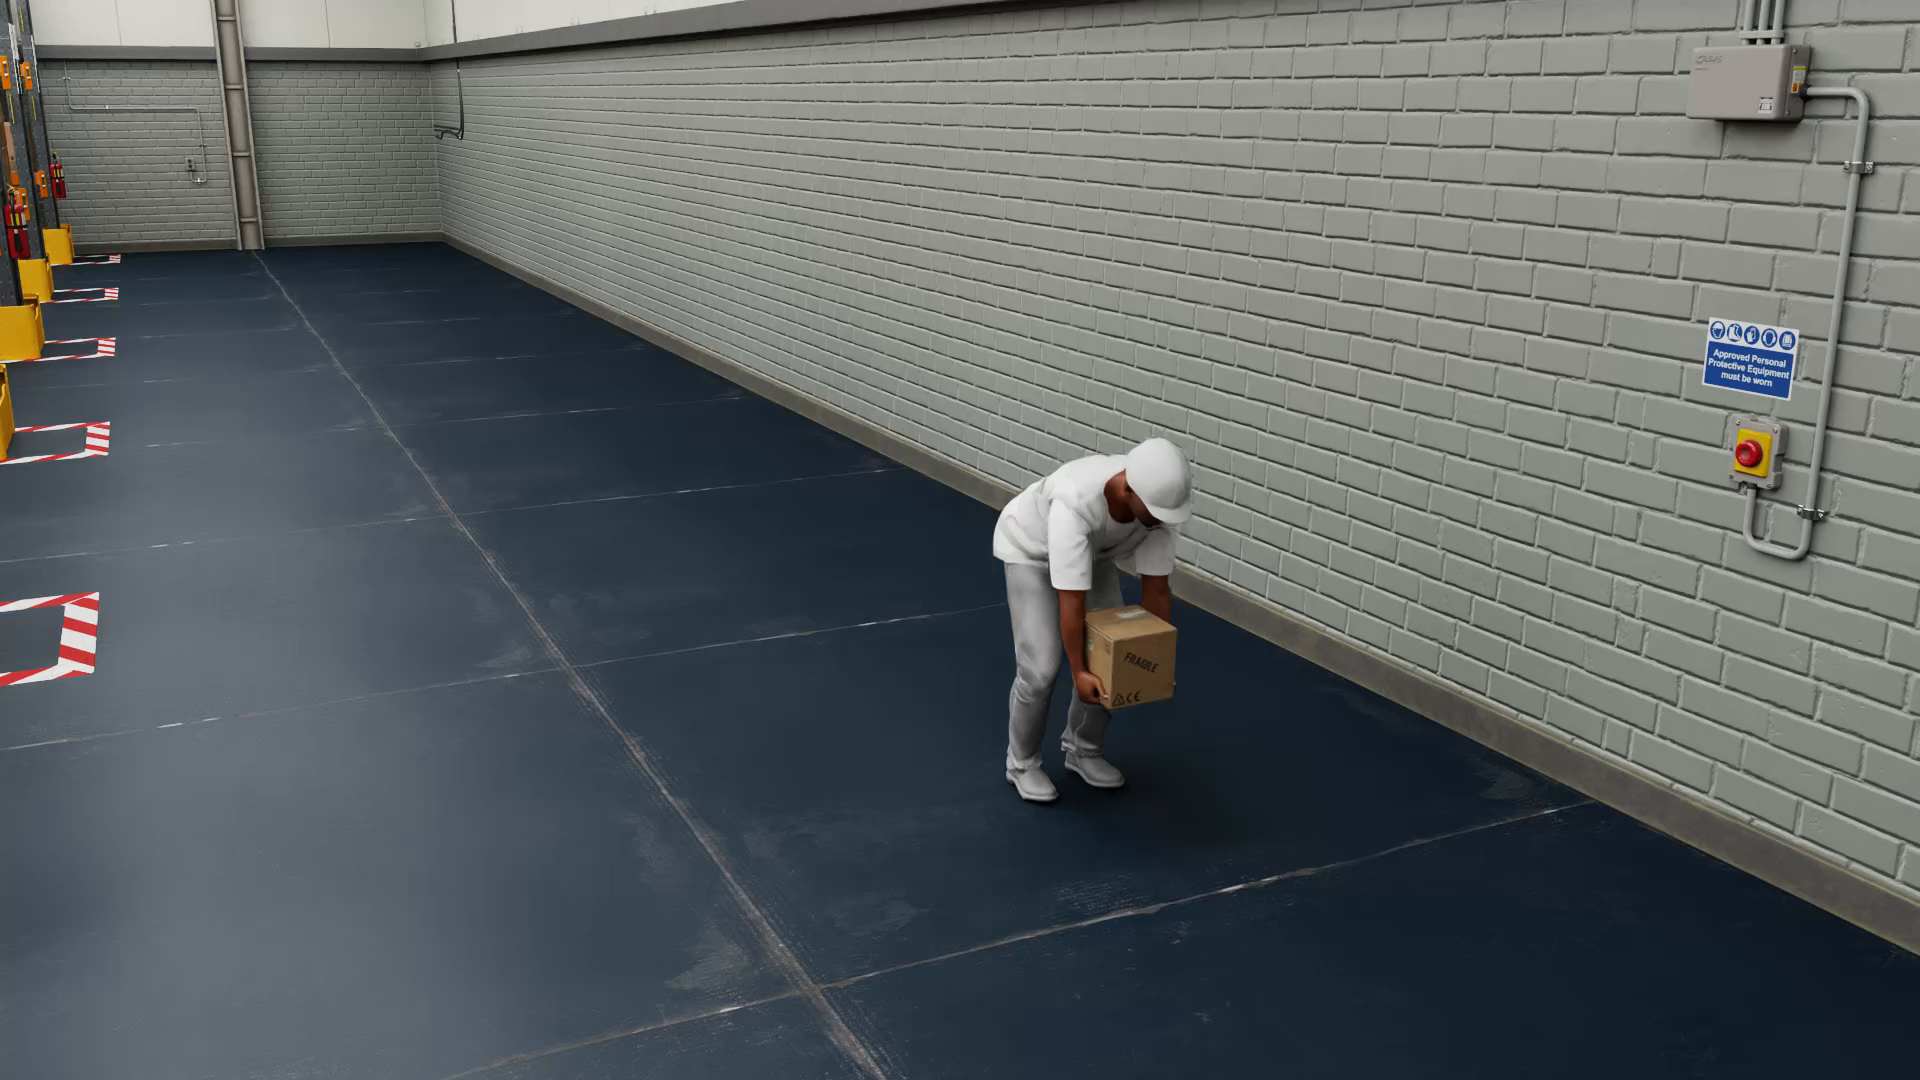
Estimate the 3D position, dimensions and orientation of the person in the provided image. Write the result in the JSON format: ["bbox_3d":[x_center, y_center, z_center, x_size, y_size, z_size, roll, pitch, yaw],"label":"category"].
[{"bbox_3d":[0.476,0.266,5.731,0.490,1.376,0.898,-8,17,-27],"label":"person"}]
